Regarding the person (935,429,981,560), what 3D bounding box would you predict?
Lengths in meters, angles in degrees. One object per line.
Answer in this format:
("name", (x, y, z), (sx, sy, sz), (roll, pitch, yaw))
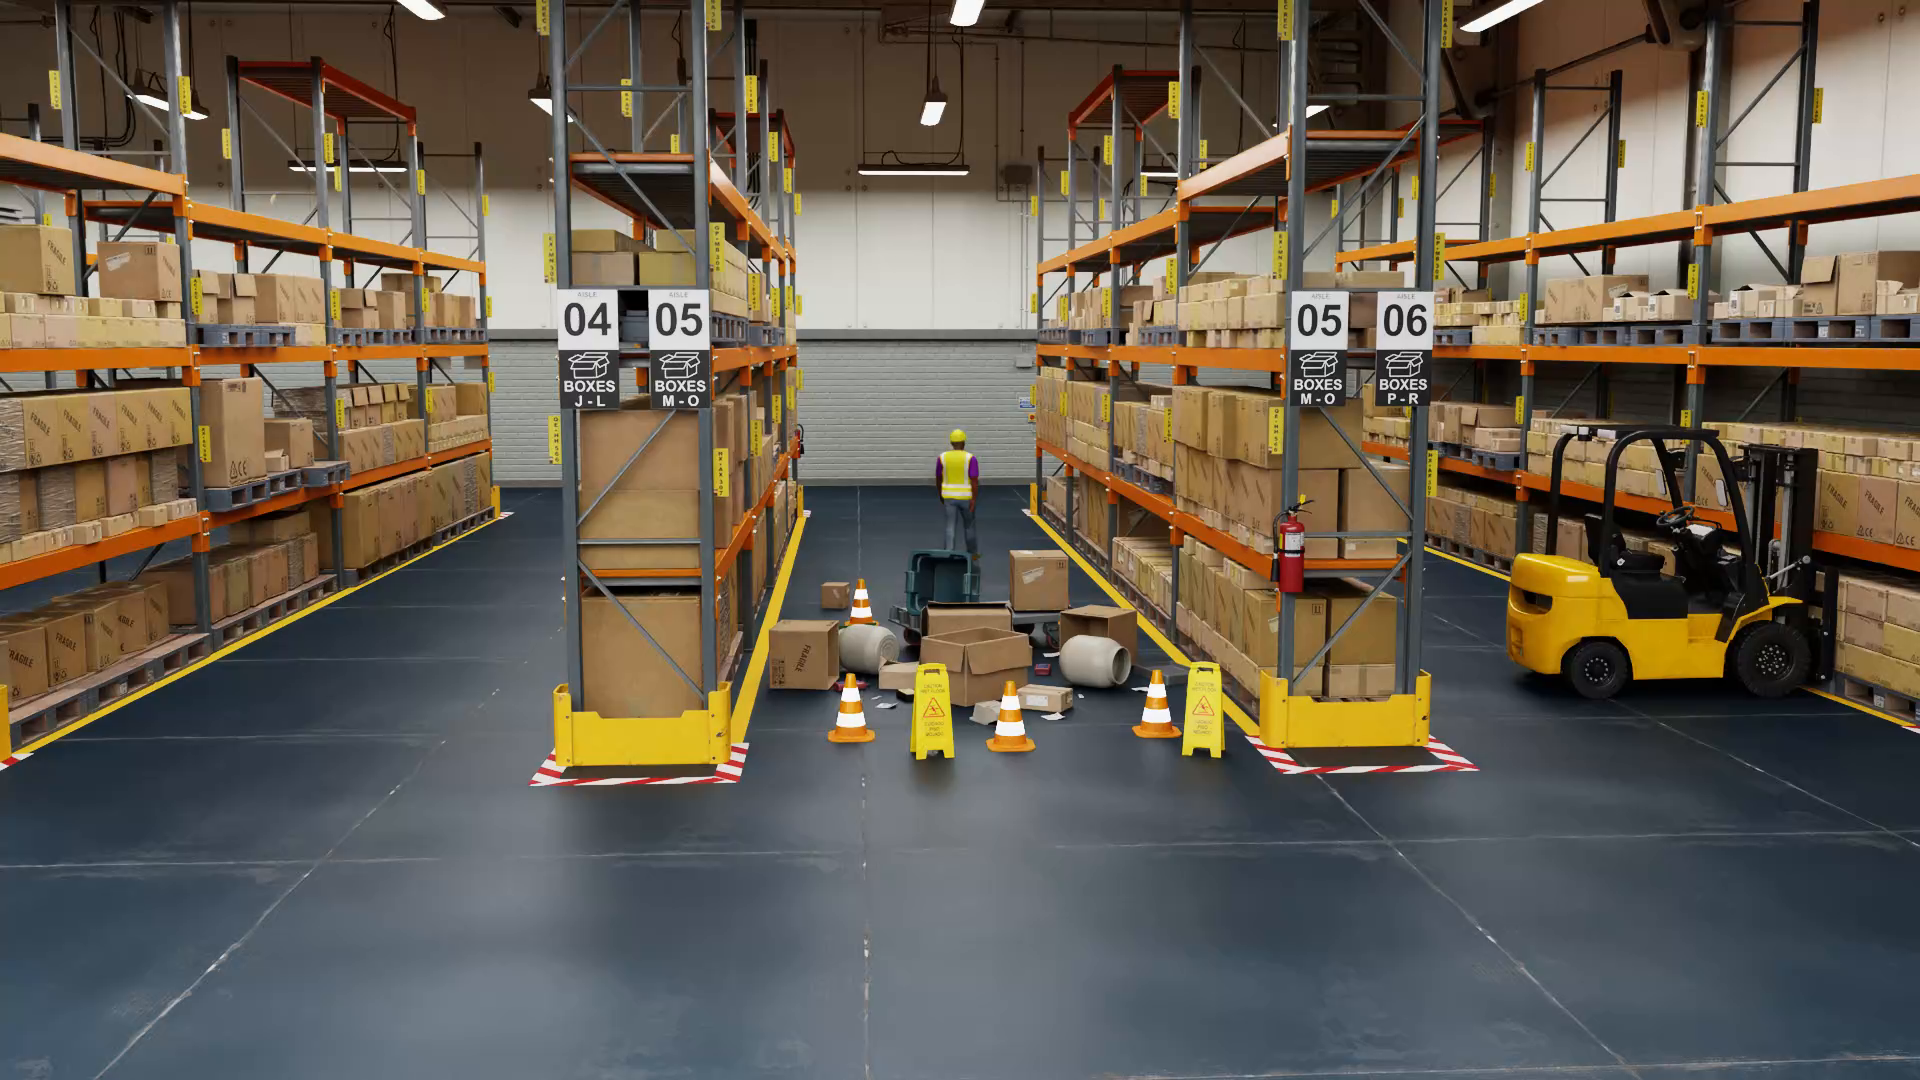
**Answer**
("person", (-0.012, -0.567, 21.280), (0.582, 1.707, 1.007), (1, 7, 11))
